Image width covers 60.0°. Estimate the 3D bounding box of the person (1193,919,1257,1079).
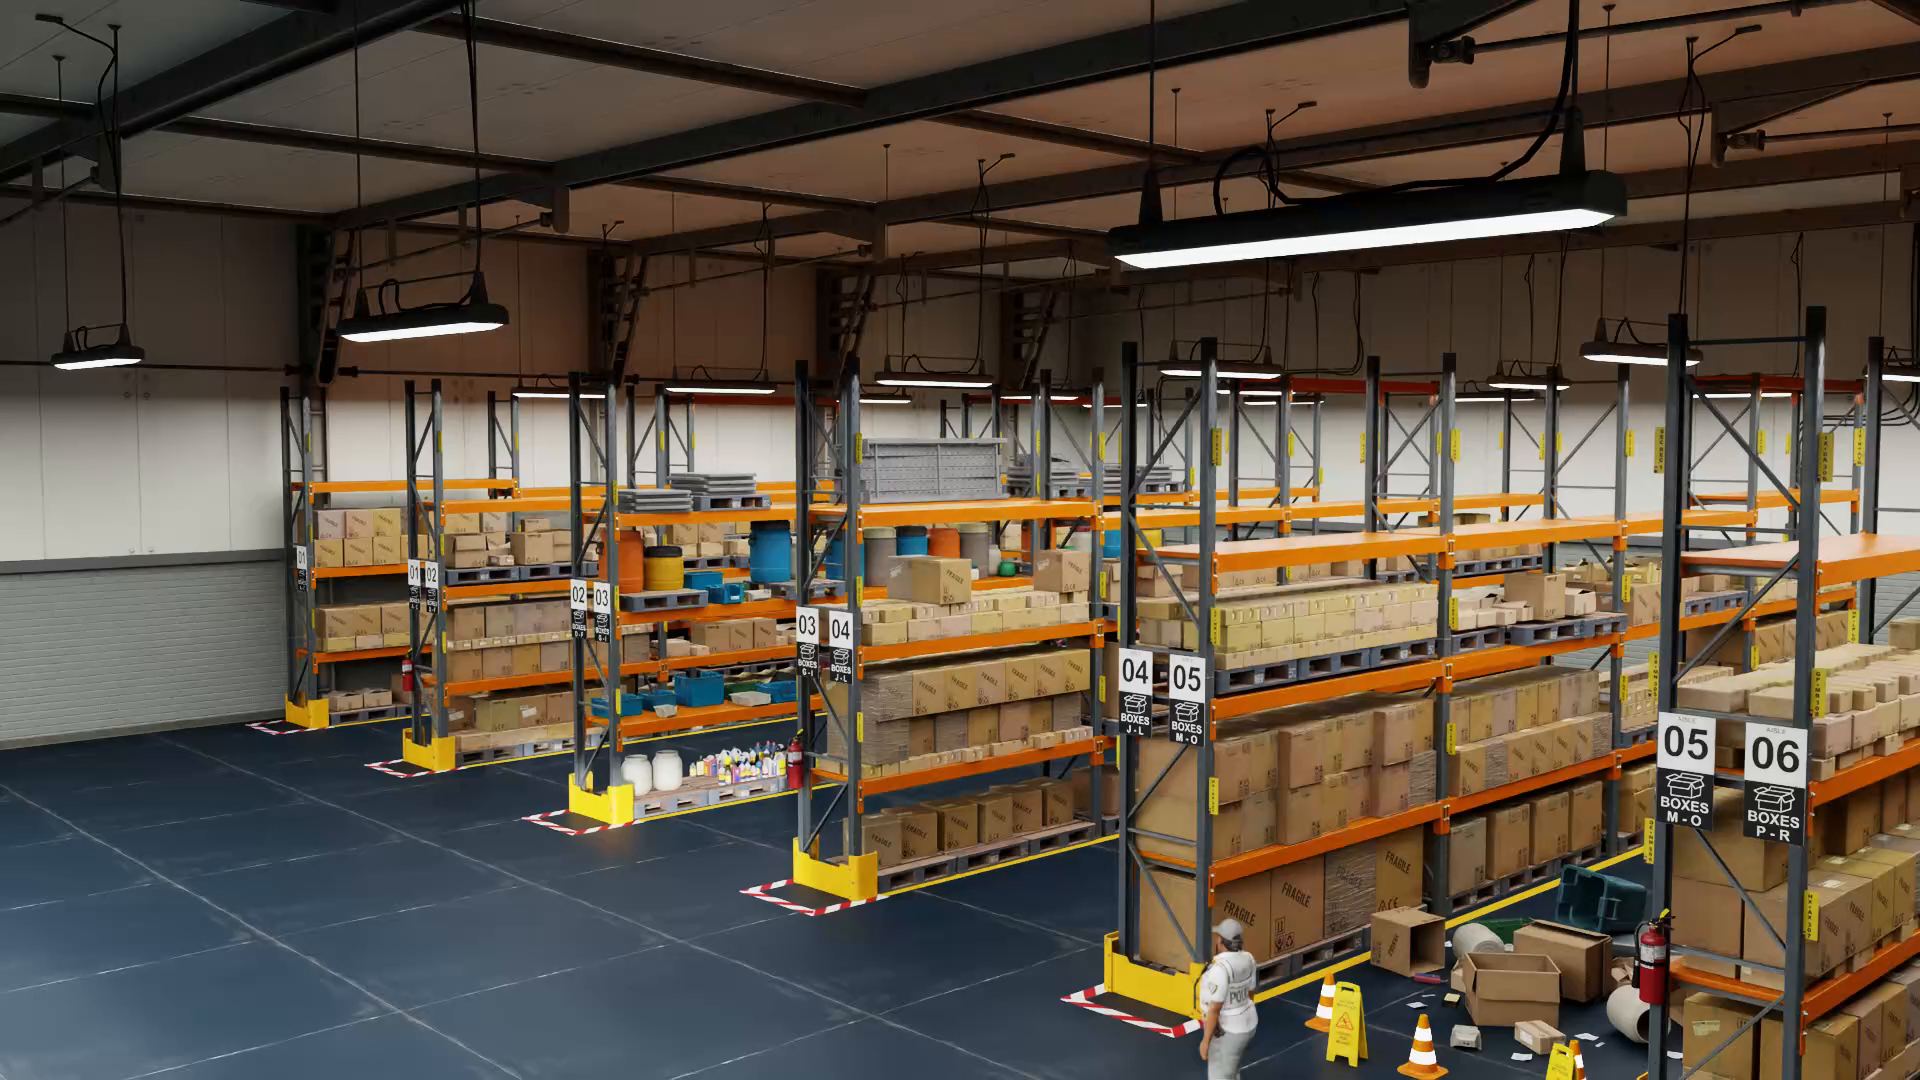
[{"bbox_3d":[1.926,3.582,12.050,0.428,1.710,0.576,2,4,26],"label":"person"}]
